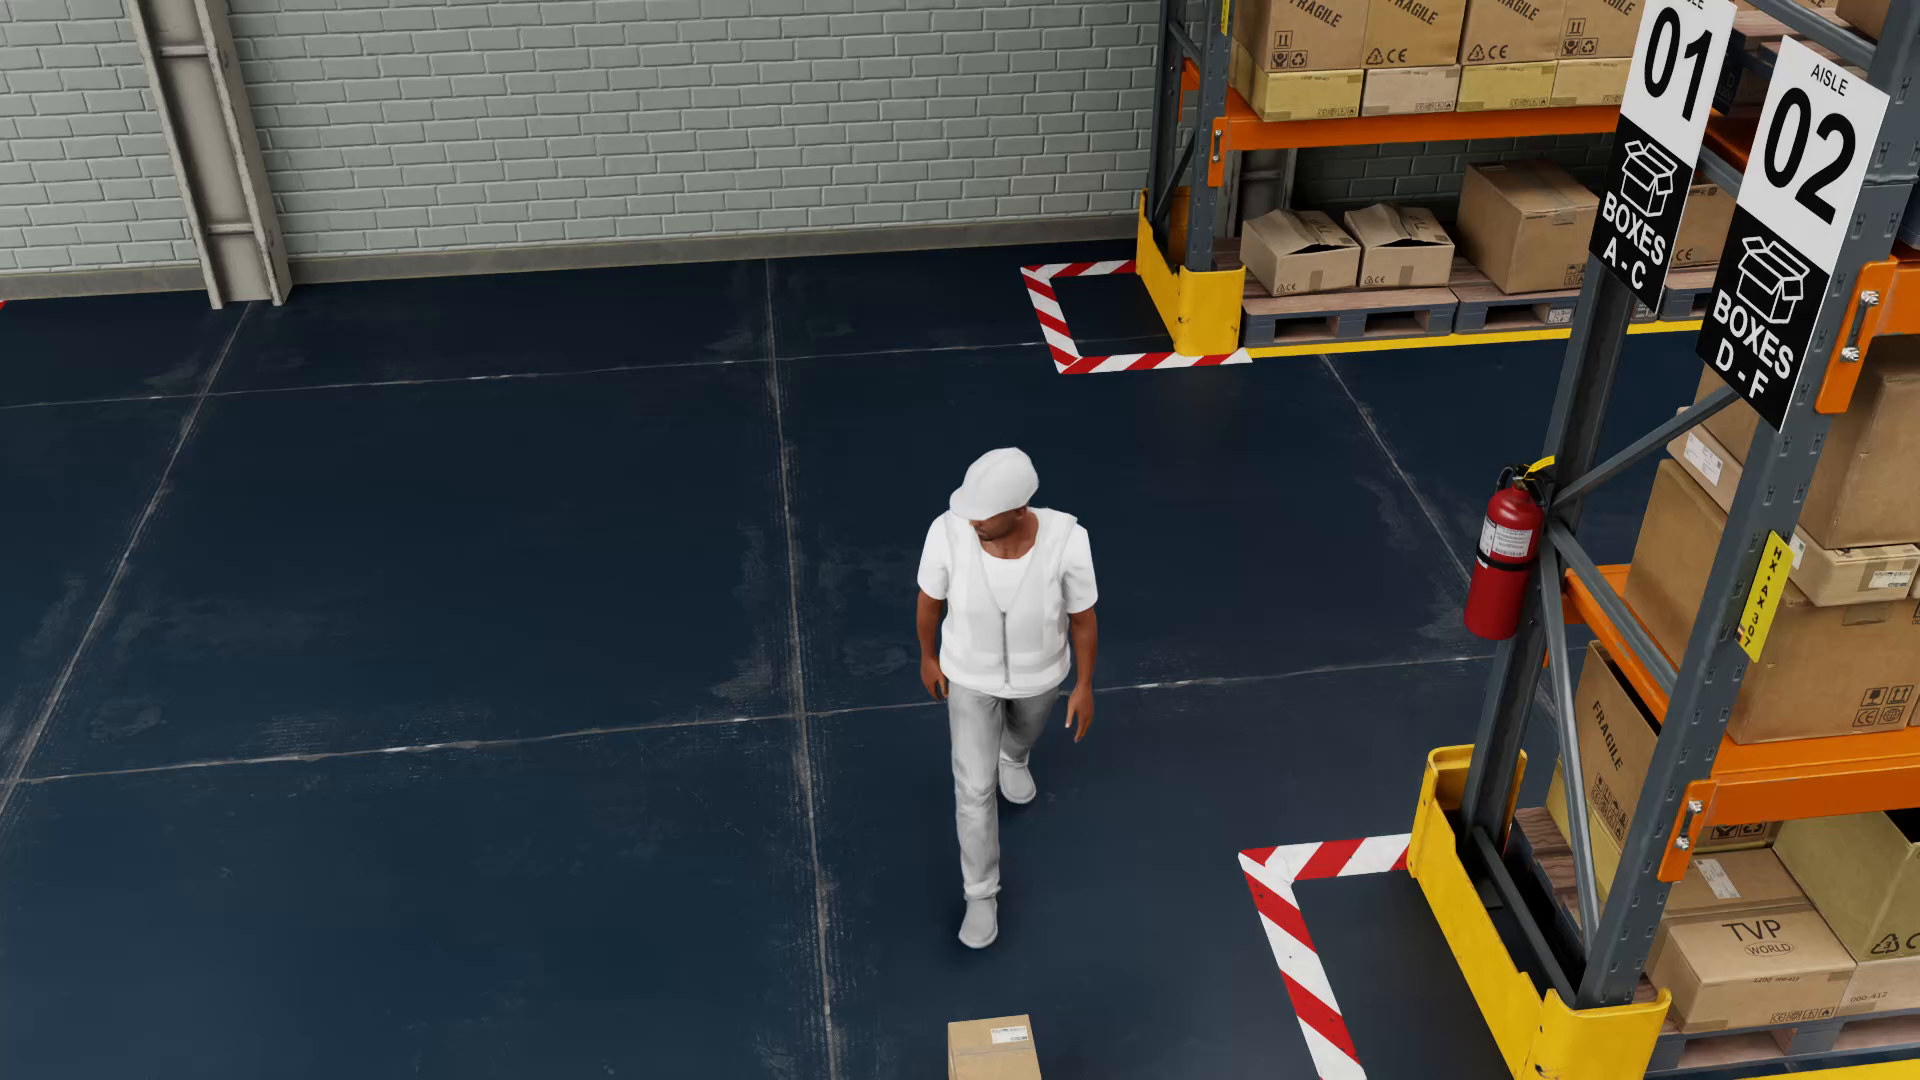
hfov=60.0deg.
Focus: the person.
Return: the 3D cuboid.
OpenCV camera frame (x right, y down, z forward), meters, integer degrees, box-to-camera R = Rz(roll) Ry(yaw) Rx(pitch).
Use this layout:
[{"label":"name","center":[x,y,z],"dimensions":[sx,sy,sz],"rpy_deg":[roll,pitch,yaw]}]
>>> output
[{"label":"person","center":[0.153,0.432,5.505],"dimensions":[0.584,1.740,0.999],"rpy_deg":[-2,35,-3]}]
